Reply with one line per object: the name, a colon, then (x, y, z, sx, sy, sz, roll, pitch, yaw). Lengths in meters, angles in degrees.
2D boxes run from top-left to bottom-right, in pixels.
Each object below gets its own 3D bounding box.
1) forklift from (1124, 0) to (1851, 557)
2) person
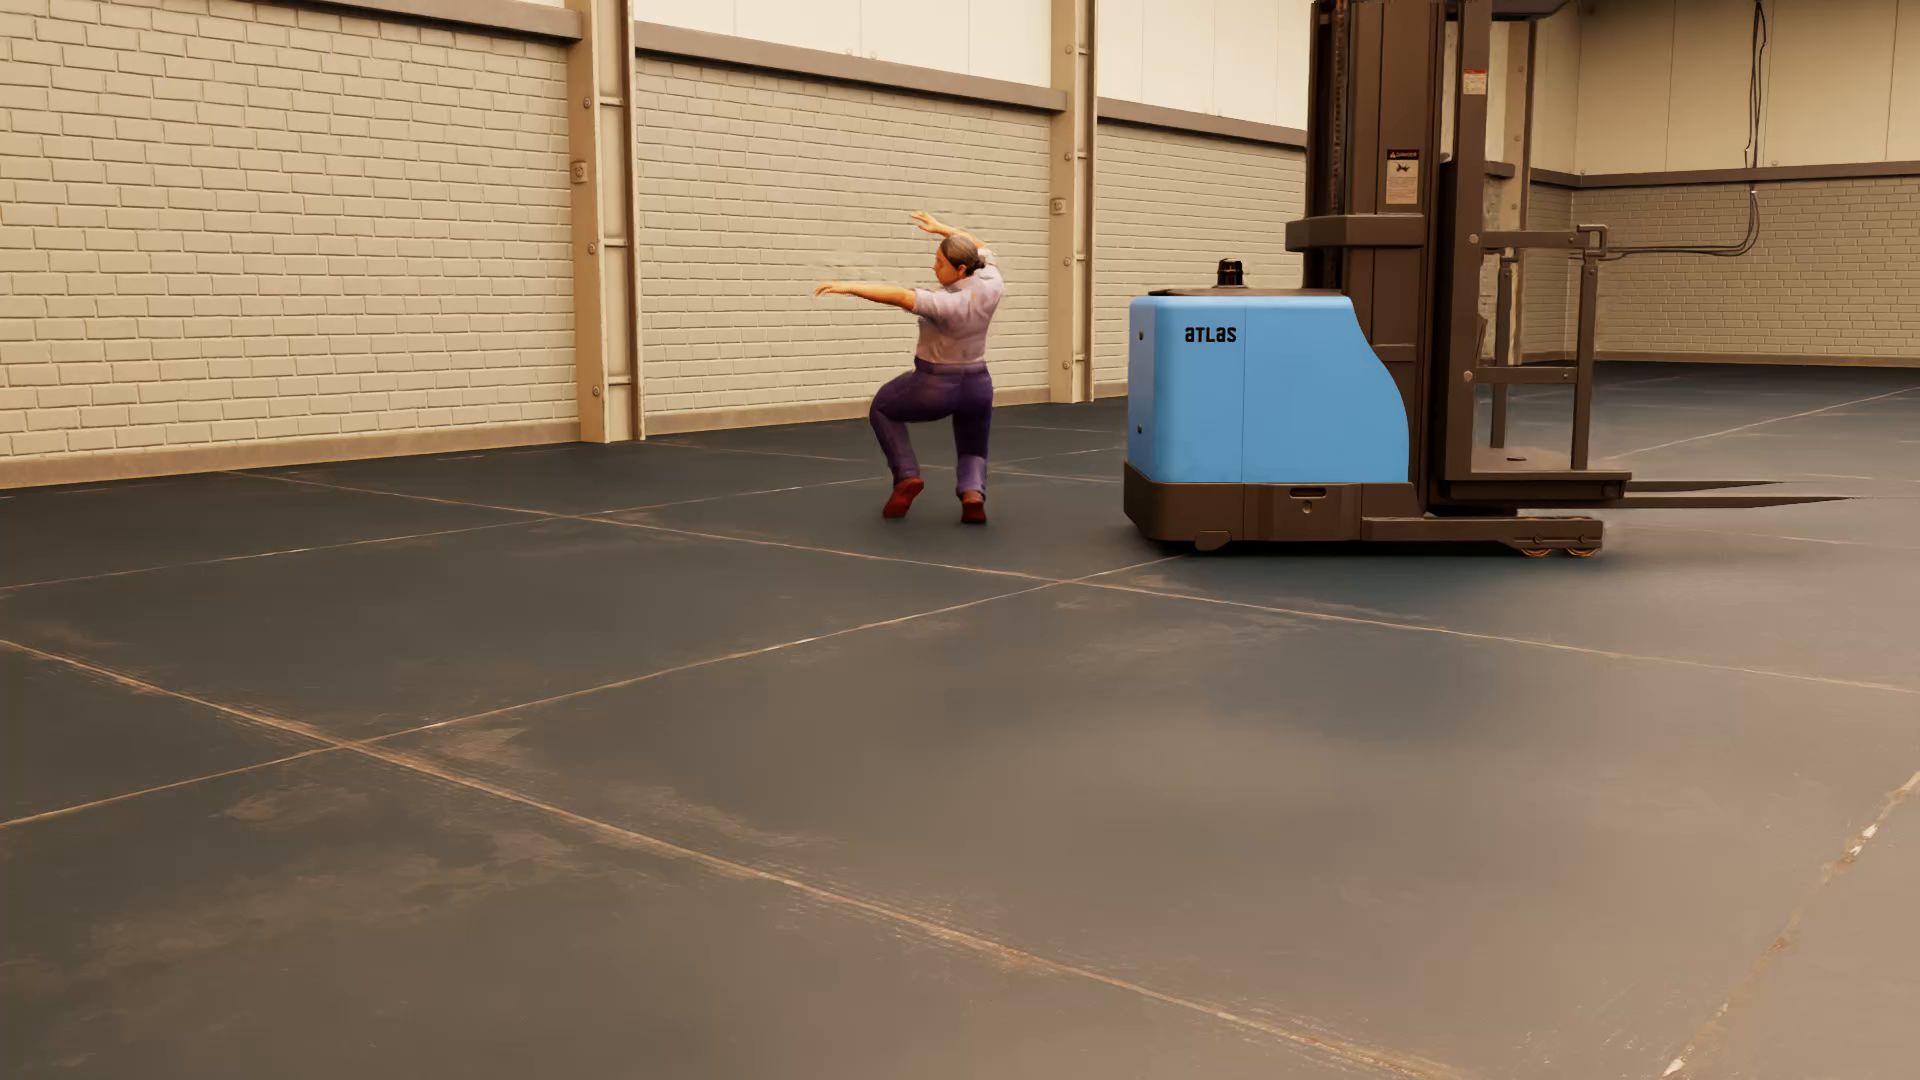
forklift: (2.294, -1.456, 7.230, 3.031, 2.935, 1.130, 0, 8, -1)
person: (-0.321, -0.804, 7.936, 1.021, 1.509, 0.815, -4, 9, -25)
